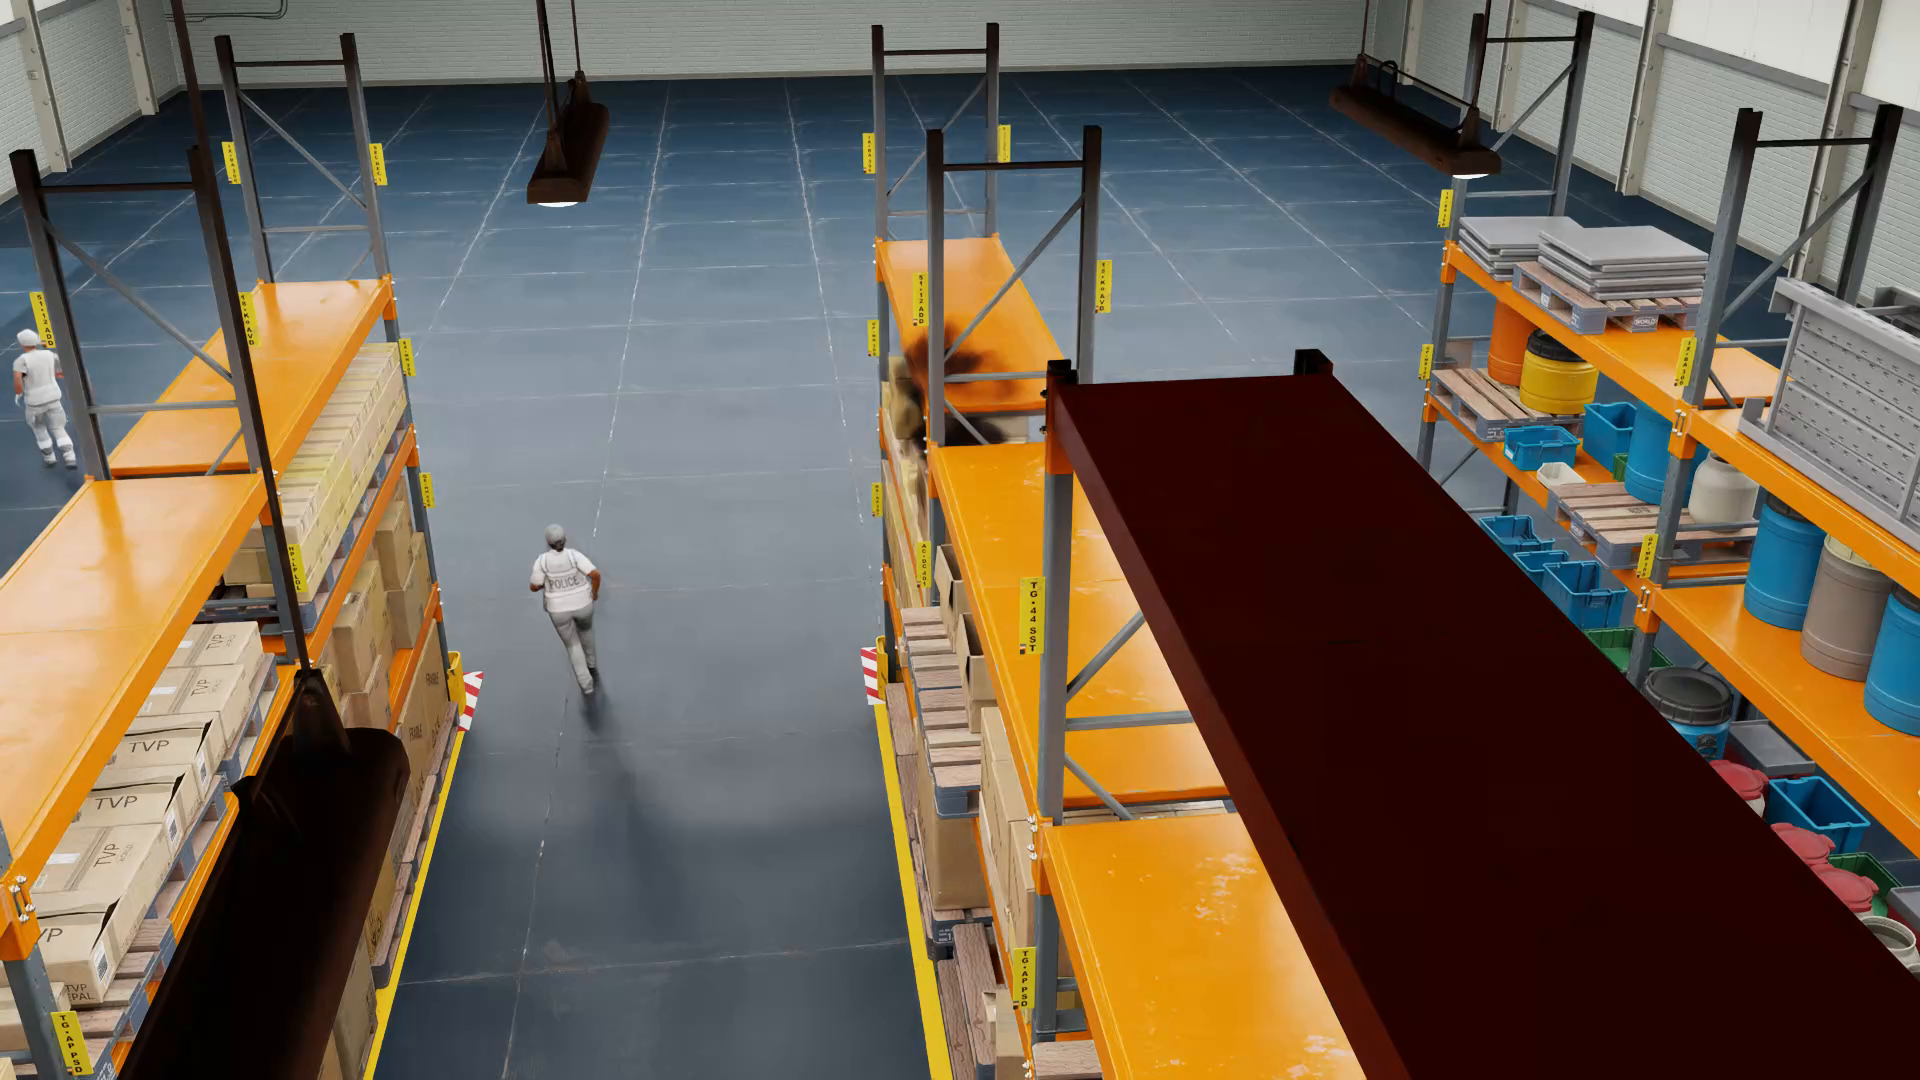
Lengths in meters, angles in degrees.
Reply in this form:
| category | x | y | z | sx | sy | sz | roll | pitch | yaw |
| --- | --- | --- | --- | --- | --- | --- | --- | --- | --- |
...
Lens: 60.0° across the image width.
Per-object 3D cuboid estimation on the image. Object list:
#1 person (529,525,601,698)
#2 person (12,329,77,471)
| category | x | y | z | sx | sy | sz | roll | pitch | yaw |
| --- | --- | --- | --- | --- | --- | --- | --- | --- | --- |
| person | -3.594 | 0.647 | 15.221 | 0.614 | 1.677 | 0.928 | -10 | 27 | -19 |
| person | -10.904 | -1.607 | 19.840 | 0.912 | 1.849 | 0.689 | 20 | 32 | 36 |
